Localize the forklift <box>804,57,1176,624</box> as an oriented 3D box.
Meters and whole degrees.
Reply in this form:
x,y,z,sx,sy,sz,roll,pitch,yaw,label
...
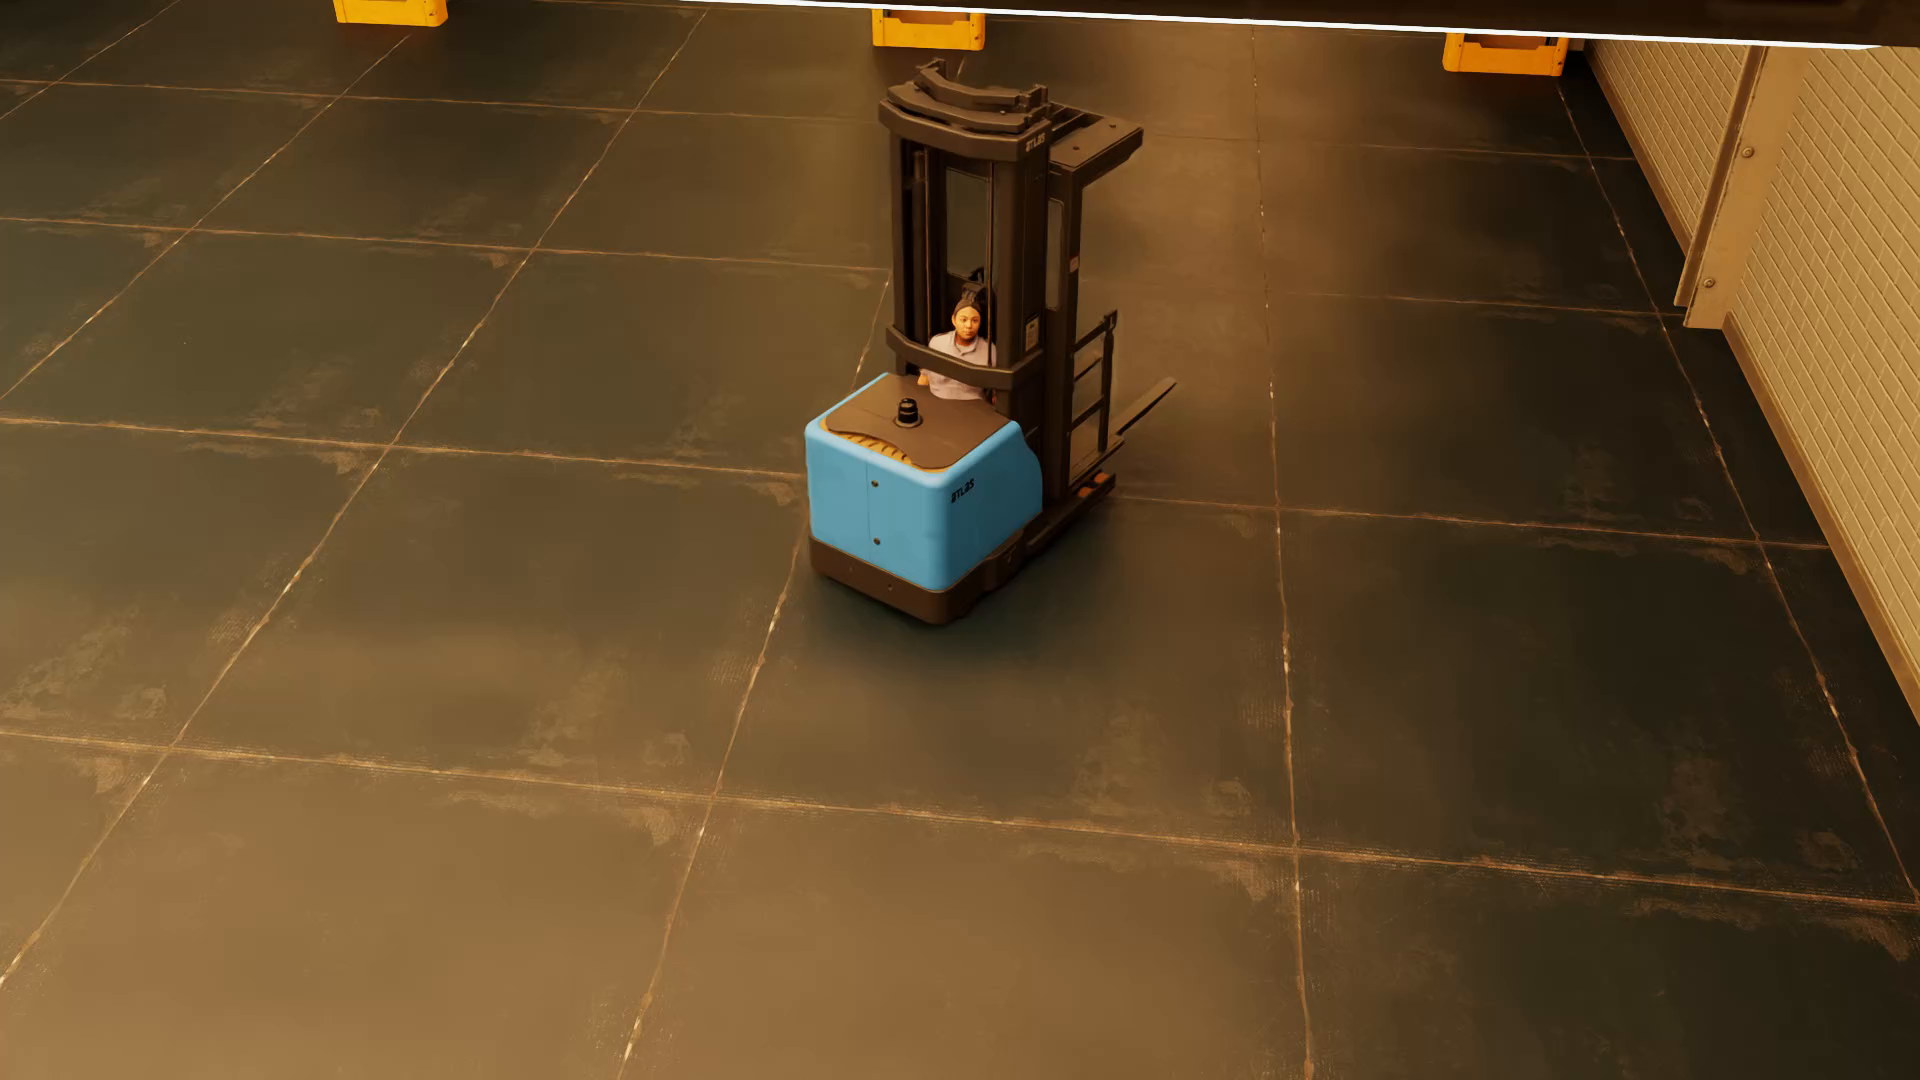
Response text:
x,y,z,sx,sy,sz,roll,pitch,yaw,label
0.357,-1.513,10.082,1.130,2.935,3.031,23,42,28,forklift

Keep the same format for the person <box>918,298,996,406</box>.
x,y,z,sx,sy,sz,roll,pitch,yaw,label
-0.031,-0.627,9.969,0.599,1.627,0.570,4,37,6,person
